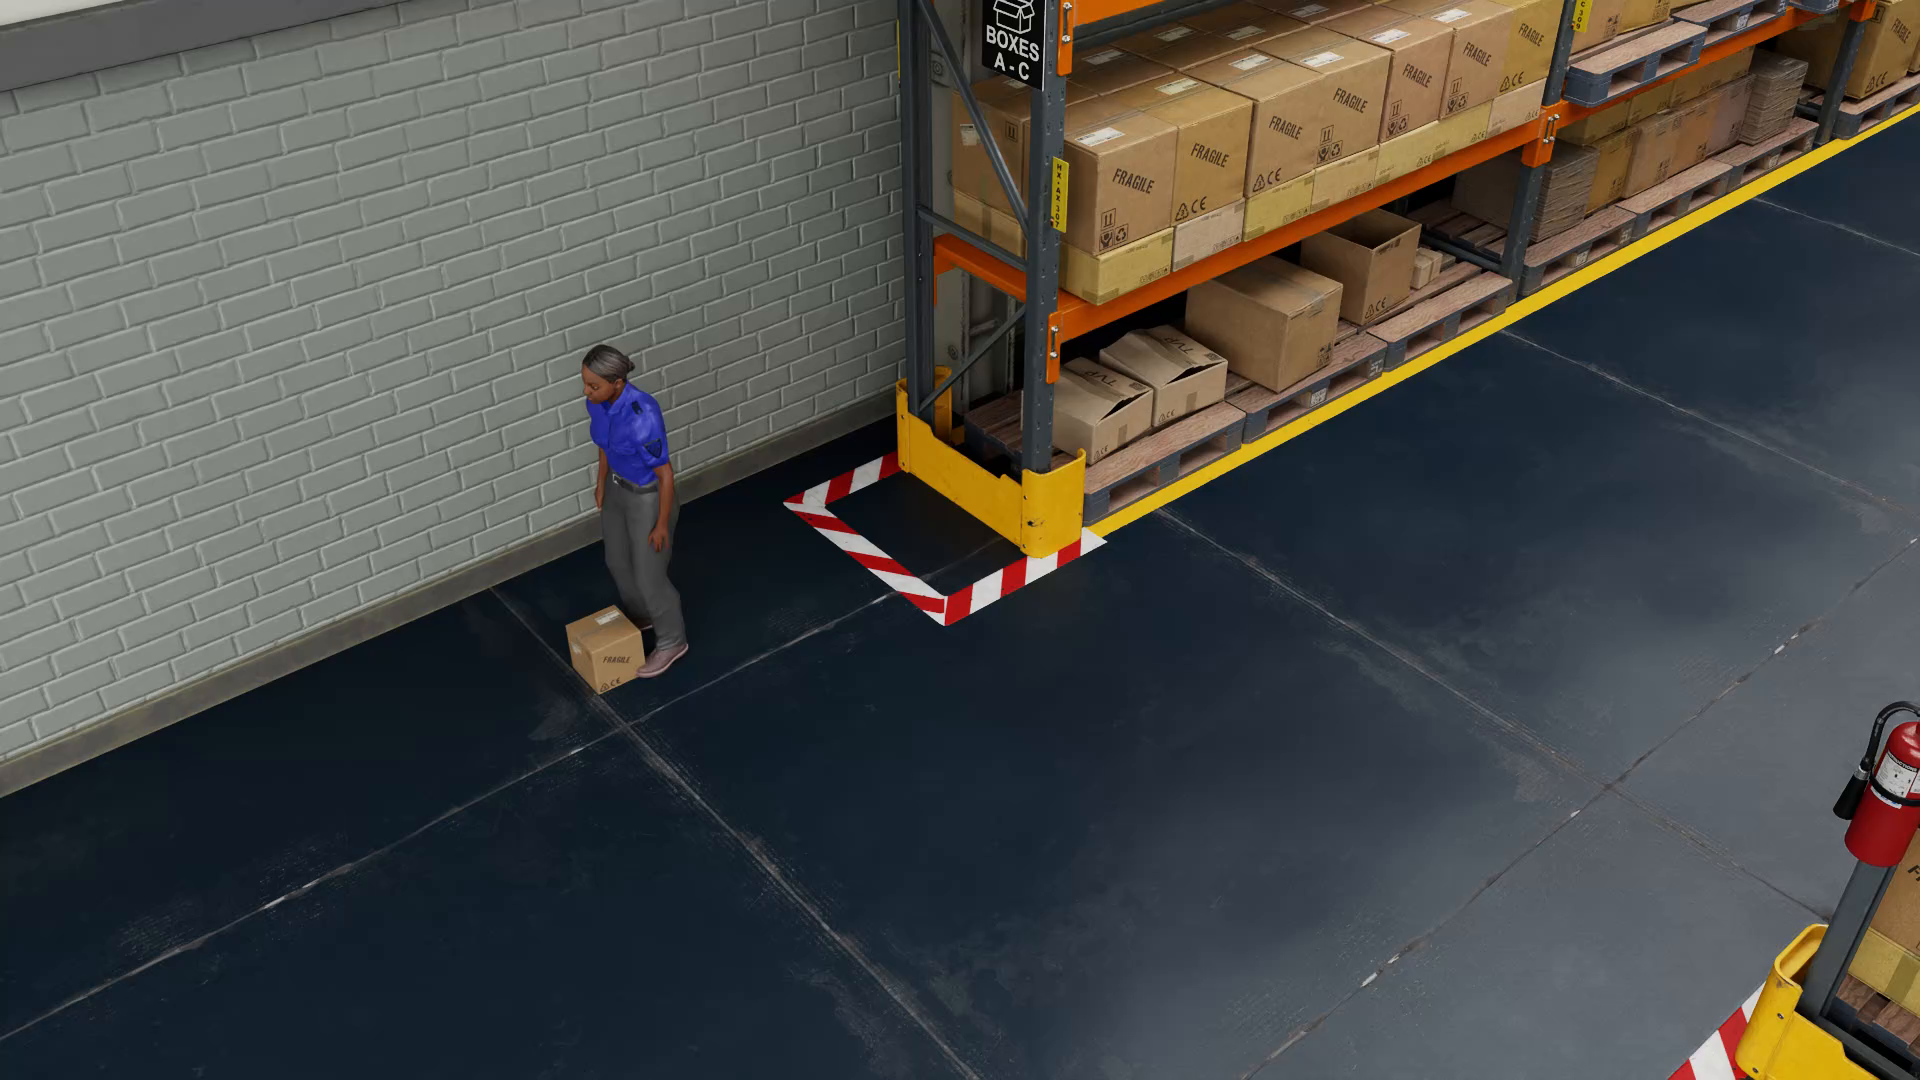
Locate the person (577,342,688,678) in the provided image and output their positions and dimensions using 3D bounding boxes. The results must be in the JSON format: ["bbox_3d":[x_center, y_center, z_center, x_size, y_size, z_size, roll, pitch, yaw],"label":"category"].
[{"bbox_3d":[-1.445,-0.163,7.304,0.347,1.655,0.505,-26,43,-31],"label":"person"}]
